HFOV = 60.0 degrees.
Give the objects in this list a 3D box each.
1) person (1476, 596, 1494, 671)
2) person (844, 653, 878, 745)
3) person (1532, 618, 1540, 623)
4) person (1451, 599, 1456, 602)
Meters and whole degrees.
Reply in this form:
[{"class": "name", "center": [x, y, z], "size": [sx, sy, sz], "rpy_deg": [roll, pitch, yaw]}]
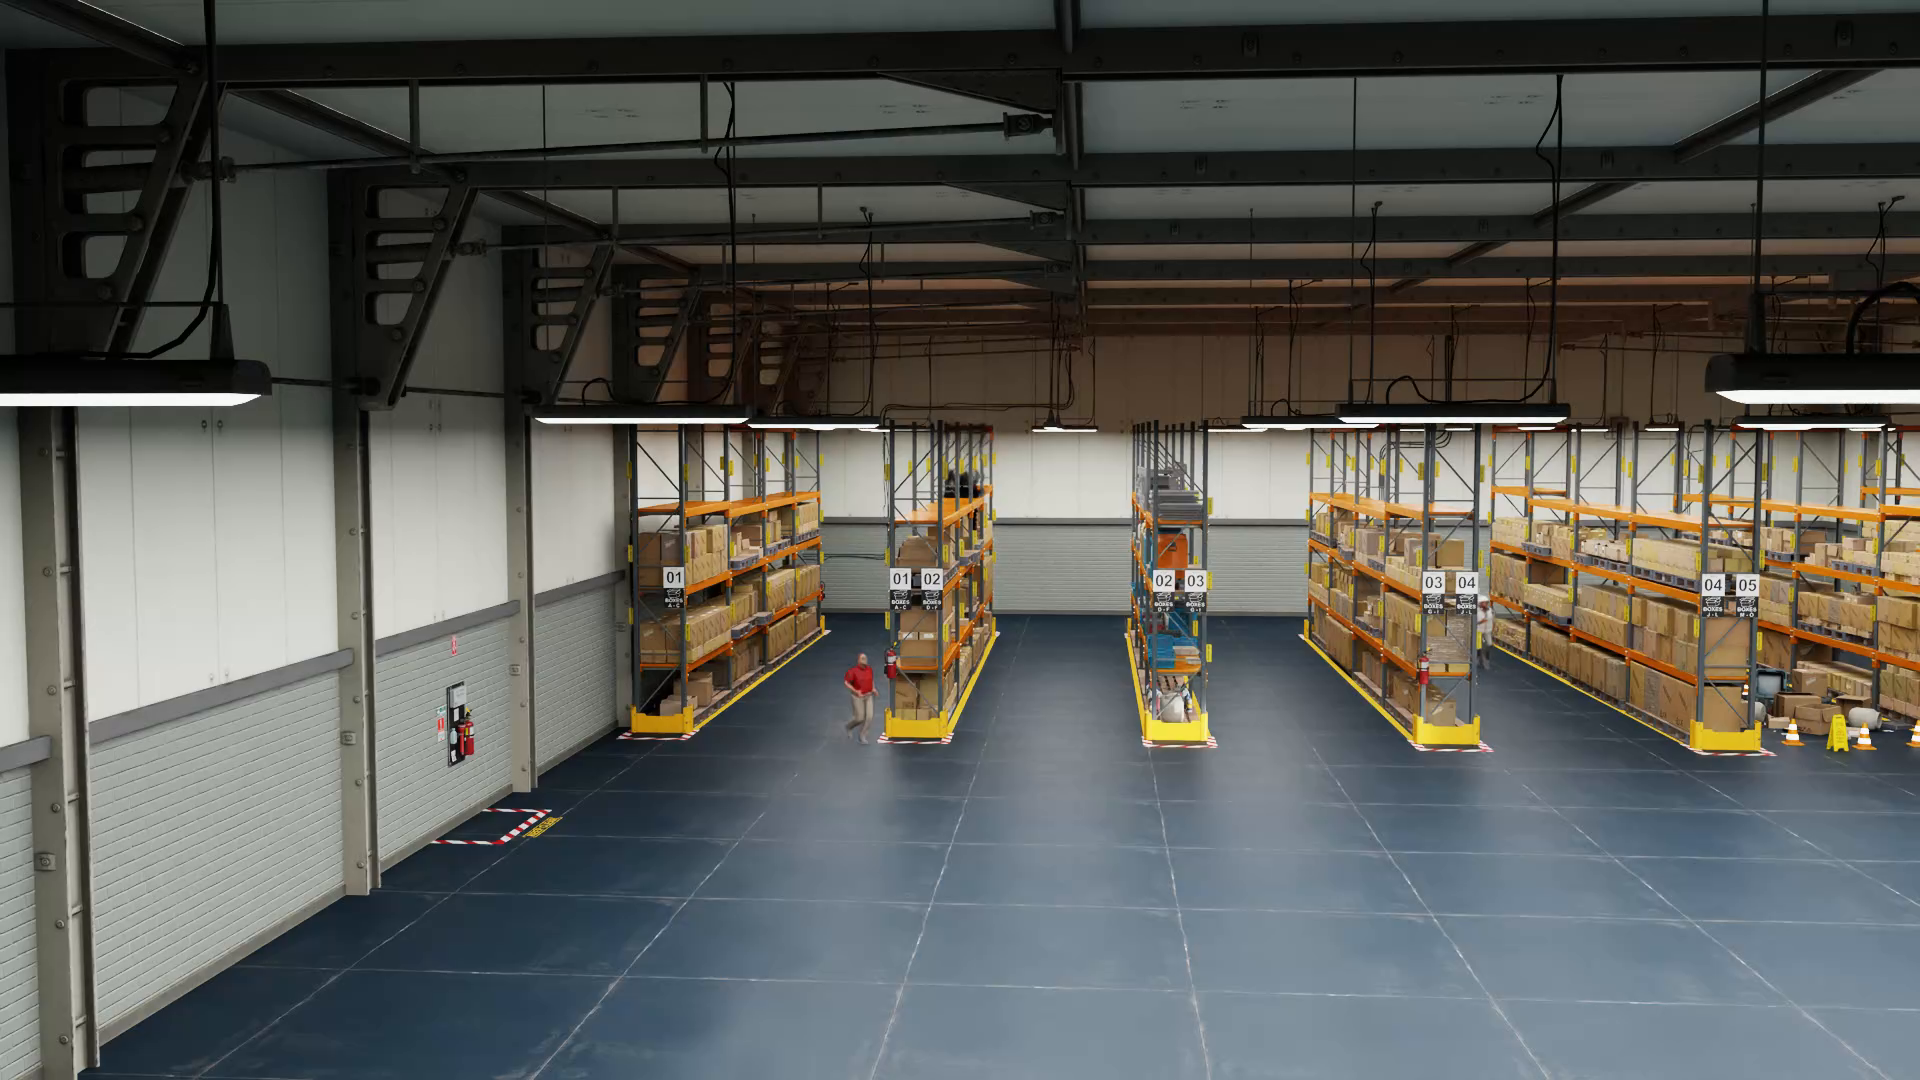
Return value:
[{"class": "person", "center": [12.803, 2.269, 40.758], "size": [0.678, 1.816, 0.853], "rpy_deg": [0, 4, -3]}, {"class": "person", "center": [-1.839, 2.930, 30.821], "size": [0.656, 1.681, 0.623], "rpy_deg": [-3, 5, -38]}, {"class": "person", "center": [16.381, 1.918, 46.758], "size": [0.657, 1.773, 0.748], "rpy_deg": [-2, 4, -33]}, {"class": "person", "center": [13.414, 1.970, 46.354], "size": [0.608, 1.662, 0.763], "rpy_deg": [3, 5, 41]}]
